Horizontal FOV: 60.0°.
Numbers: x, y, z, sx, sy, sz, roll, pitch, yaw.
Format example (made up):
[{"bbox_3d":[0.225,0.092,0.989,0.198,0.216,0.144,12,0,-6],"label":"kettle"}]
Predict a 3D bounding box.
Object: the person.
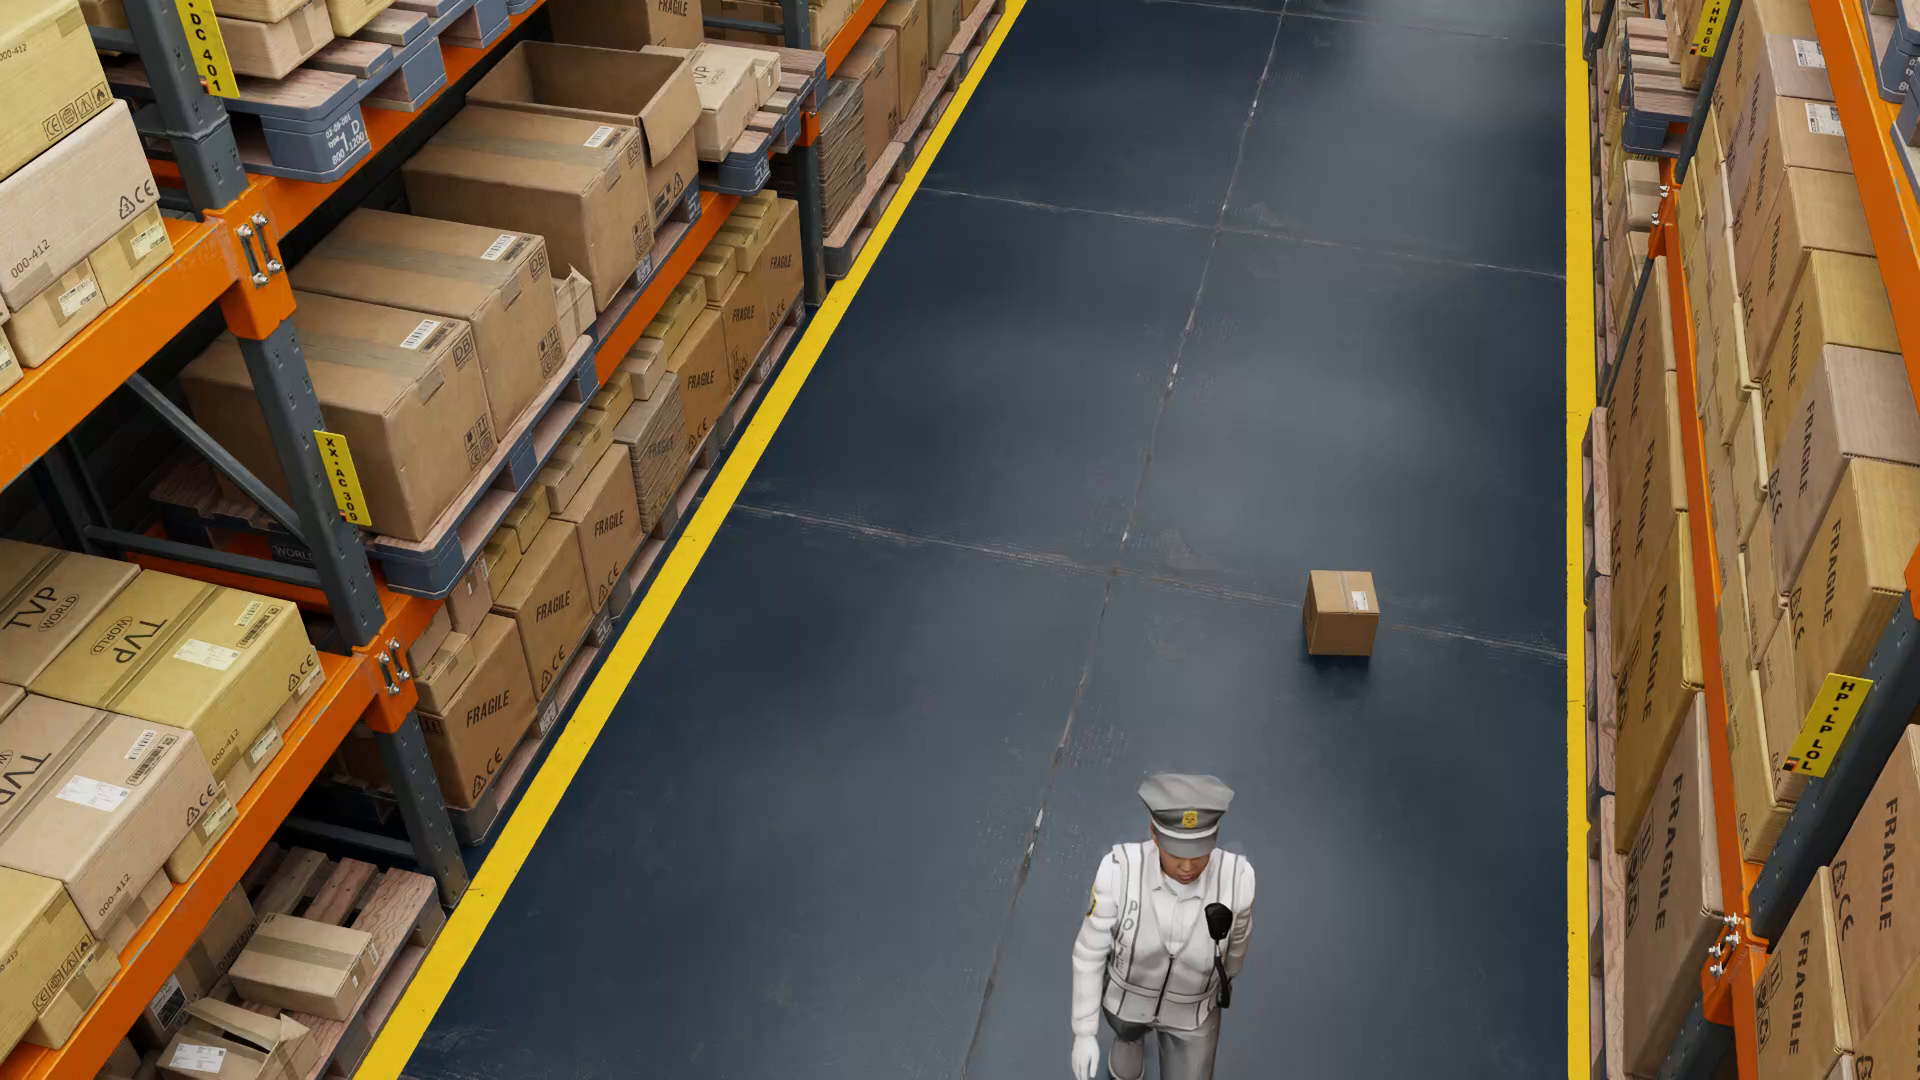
[{"bbox_3d":[0.545,1.300,4.642,0.482,1.632,0.979,7,42,8],"label":"person"}]
